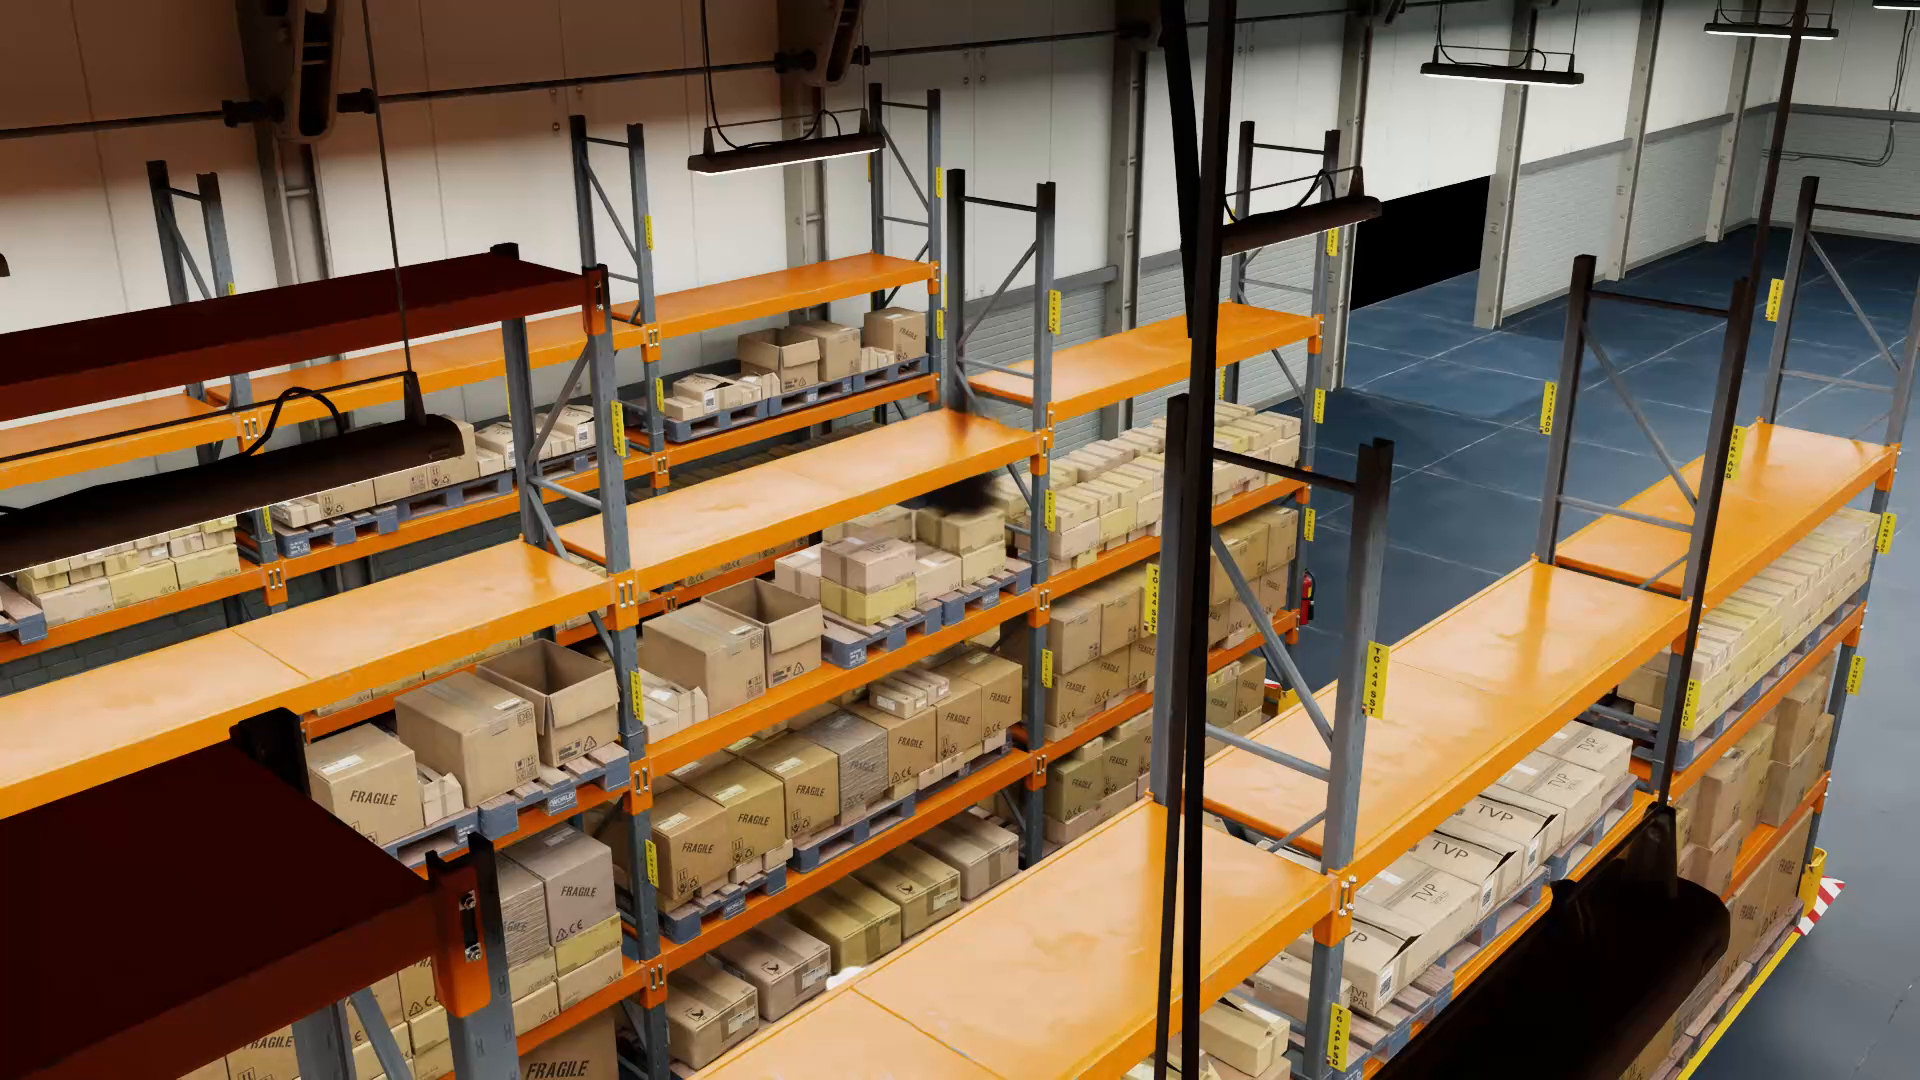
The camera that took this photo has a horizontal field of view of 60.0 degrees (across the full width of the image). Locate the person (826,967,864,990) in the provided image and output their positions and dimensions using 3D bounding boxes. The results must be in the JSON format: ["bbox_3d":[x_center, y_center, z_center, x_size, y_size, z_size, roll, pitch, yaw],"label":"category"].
[{"bbox_3d":[-0.563,3.440,10.870,0.666,1.717,0.765,-7,22,-18],"label":"person"}]
